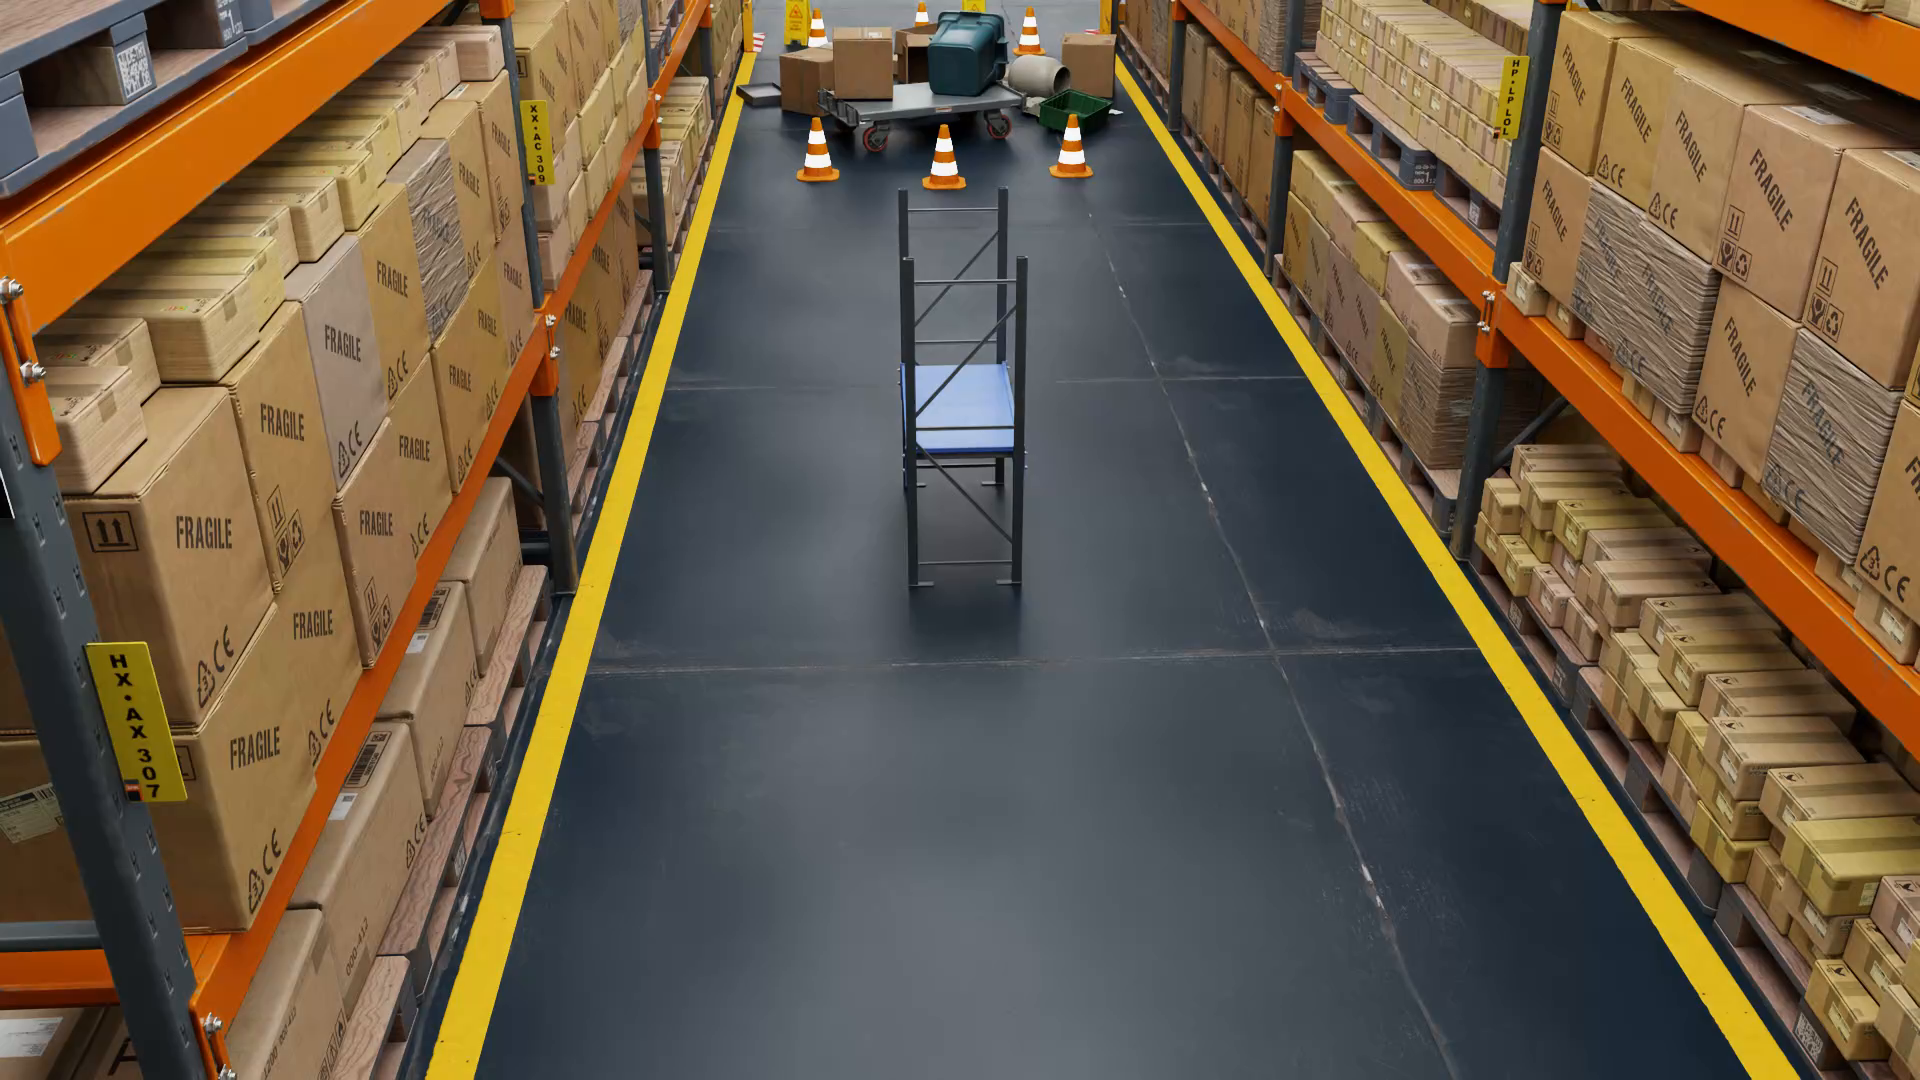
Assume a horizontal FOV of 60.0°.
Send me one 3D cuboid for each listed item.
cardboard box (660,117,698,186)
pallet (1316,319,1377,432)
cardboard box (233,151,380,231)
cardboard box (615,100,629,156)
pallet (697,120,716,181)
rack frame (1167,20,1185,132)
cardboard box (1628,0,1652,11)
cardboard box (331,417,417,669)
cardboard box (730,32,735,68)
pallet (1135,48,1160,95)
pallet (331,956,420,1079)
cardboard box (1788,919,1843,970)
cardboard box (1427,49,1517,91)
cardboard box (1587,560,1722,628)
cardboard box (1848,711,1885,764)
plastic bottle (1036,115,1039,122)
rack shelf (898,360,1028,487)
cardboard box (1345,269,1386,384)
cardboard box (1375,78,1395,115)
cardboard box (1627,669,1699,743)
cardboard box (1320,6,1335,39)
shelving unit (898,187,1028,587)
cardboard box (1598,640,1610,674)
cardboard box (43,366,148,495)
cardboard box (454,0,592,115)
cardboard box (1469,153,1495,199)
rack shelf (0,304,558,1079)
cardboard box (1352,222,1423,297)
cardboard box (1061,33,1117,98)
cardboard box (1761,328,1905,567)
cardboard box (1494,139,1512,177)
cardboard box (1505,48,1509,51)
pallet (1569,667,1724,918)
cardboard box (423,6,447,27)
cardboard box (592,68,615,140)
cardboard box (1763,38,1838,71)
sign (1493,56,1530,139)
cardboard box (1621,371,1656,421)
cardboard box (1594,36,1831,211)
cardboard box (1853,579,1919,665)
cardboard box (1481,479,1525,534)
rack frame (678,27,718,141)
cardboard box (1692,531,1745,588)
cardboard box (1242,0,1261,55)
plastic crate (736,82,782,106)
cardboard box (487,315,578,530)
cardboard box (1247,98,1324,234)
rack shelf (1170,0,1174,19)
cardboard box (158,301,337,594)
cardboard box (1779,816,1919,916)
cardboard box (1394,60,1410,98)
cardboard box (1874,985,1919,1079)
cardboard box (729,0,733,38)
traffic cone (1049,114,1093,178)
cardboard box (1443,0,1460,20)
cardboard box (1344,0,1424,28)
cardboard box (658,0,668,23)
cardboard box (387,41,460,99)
[{"bbox_3d":[-2.494,-2.920,12.492,0.950,0.372,0.625,0,28,-1],"label":"cardboard box"},{"bbox_3d":[2.644,-0.954,9.350,1.003,0.211,1.213,-1,28,-3],"label":"pallet"},{"bbox_3d":[-1.757,-0.915,4.370,0.380,0.149,0.250,-2,28,-4],"label":"cardboard box"},{"bbox_3d":[-2.055,-2.184,8.857,0.500,0.250,0.500,-2,28,-3],"label":"cardboard box"},{"bbox_3d":[-2.560,-3.198,13.653,1.003,0.211,1.213,-1,28,-3],"label":"pallet"},{"bbox_3d":[2.335,-4.960,14.016,1.000,3.000,0.127,-1,28,-3],"label":"rack frame"},{"bbox_3d":[7.166,-5.394,17.098,0.500,0.500,0.500,6,28,11],"label":"cardboard box"},{"bbox_3d":[-1.777,0.007,4.386,0.500,0.500,0.500,-2,28,-3],"label":"cardboard box"},{"bbox_3d":[-2.448,-4.760,16.153,0.500,0.250,0.500,-2,28,-4],"label":"cardboard box"},{"bbox_3d":[2.307,-4.642,16.421,1.003,0.211,1.213,-1,28,-3],"label":"pallet"},{"bbox_3d":[-2.096,1.617,4.422,1.003,0.211,1.213,-1,28,-3],"label":"pallet"},{"bbox_3d":[2.684,1.181,4.871,0.380,0.149,0.250,-2,28,-3],"label":"cardboard box"},{"bbox_3d":[2.488,-2.263,8.020,0.380,0.149,0.250,-2,28,-4],"label":"cardboard box"},{"bbox_3d":[2.550,0.196,6.116,0.380,0.149,0.250,-1,28,-2],"label":"cardboard box"},{"bbox_3d":[3.063,0.675,5.519,0.380,0.149,0.250,0,28,0],"label":"cardboard box"},{"bbox_3d":[0.814,-3.748,14.871,0.133,0.061,0.283,-17,32,-29],"label":"plastic bottle"},{"bbox_3d":[-0.004,-0.545,7.562,0.538,0.185,1.000,-1,28,-3],"label":"rack shelf"},{"bbox_3d":[2.414,-1.153,8.966,0.500,0.500,0.500,-2,28,-4],"label":"cardboard box"},{"bbox_3d":[2.437,-2.364,8.856,0.380,0.149,0.250,-1,28,-2],"label":"cardboard box"},{"bbox_3d":[2.544,0.567,5.727,0.380,0.149,0.250,-1,28,-2],"label":"cardboard box"},{"bbox_3d":[2.369,-3.092,9.930,0.380,0.149,0.250,0,28,0],"label":"cardboard box"},{"bbox_3d":[-0.004,-0.704,7.479,0.538,1.500,1.048,-1,28,-3],"label":"shelving unit"},{"bbox_3d":[2.642,0.464,6.245,0.380,0.149,0.250,-3,28,-5],"label":"cardboard box"},{"bbox_3d":[-1.718,-0.198,2.995,0.380,0.149,0.250,-1,28,-2],"label":"cardboard box"},{"bbox_3d":[-1.999,-2.263,7.656,0.500,0.500,0.500,-2,28,-4],"label":"cardboard box"},{"bbox_3d":[2.520,-1.639,7.466,0.380,0.149,0.250,-1,28,-2],"label":"cardboard box"},{"bbox_3d":[-2.080,0.143,5.010,1.077,0.370,4.000,-1,28,-3],"label":"rack shelf"},{"bbox_3d":[2.407,-1.495,8.811,0.500,0.250,0.500,-3,28,-5],"label":"cardboard box"},{"bbox_3d":[1.230,-4.545,15.921,0.500,0.500,0.500,3,28,6],"label":"cardboard box"},{"bbox_3d":[2.624,-0.268,4.590,0.500,0.500,0.500,-1,28,-2],"label":"cardboard box"},{"bbox_3d":[2.535,-1.651,7.168,0.380,0.149,0.250,-1,28,-1],"label":"cardboard box"},{"bbox_3d":[3.094,-2.507,8.809,0.380,0.149,0.250,-1,28,-1],"label":"cardboard box"},{"bbox_3d":[2.890,0.845,5.902,1.003,0.211,1.213,-1,28,-3],"label":"pallet"},{"bbox_3d":[-2.493,-2.026,7.202,0.500,0.500,0.500,-1,28,-2],"label":"cardboard box"},{"bbox_3d":[-2.010,-2.172,8.292,0.500,0.250,0.500,-2,28,-4],"label":"cardboard box"},{"bbox_3d":[3.080,-1.436,5.749,0.500,0.500,0.500,-2,28,-4],"label":"cardboard box"},{"bbox_3d":[2.199,-1.764,6.636,0.100,0.325,0.005,-1,28,-3],"label":"sign"},{"bbox_3d":[2.551,-0.532,5.799,0.380,0.149,0.250,-1,28,-2],"label":"cardboard box"},{"bbox_3d":[2.576,-1.432,5.741,0.500,0.500,0.500,-2,28,-4],"label":"cardboard box"},{"bbox_3d":[2.623,0.201,4.393,0.380,0.149,0.250,-1,28,-1],"label":"cardboard box"},{"bbox_3d":[2.453,-0.145,7.090,0.380,0.149,0.250,0,28,0],"label":"cardboard box"},{"bbox_3d":[-2.603,-4.794,13.698,1.000,3.000,0.127,-1,28,-3],"label":"rack frame"},{"bbox_3d":[3.040,0.060,6.377,0.380,0.149,0.250,-1,28,-1],"label":"cardboard box"},{"bbox_3d":[2.228,-3.589,11.280,0.500,0.500,0.500,-1,28,-3],"label":"cardboard box"},{"bbox_3d":[-1.866,-4.244,15.801,0.402,0.080,0.583,-11,30,-20],"label":"plastic crate"},{"bbox_3d":[-2.297,-0.628,7.554,0.875,0.875,0.875,-1,28,-1],"label":"cardboard box"},{"bbox_3d":[2.602,-2.585,11.441,1.050,0.750,0.750,-2,28,-3],"label":"cardboard box"},{"bbox_3d":[2.231,-5.565,15.954,1.077,0.370,4.000,-1,28,-3],"label":"rack shelf"},{"bbox_3d":[-1.751,-0.207,3.714,0.500,0.500,0.500,-2,28,-4],"label":"cardboard box"},{"bbox_3d":[2.585,0.923,4.721,0.380,0.149,0.250,-2,28,-4],"label":"cardboard box"},{"bbox_3d":[2.456,-2.372,8.551,0.380,0.149,0.250,0,28,-1],"label":"cardboard box"},{"bbox_3d":[2.649,1.291,4.339,0.380,0.149,0.250,-2,28,-4],"label":"cardboard box"},{"bbox_3d":[-2.459,-5.103,15.998,0.500,0.500,0.500,-2,28,-4],"label":"cardboard box"},{"bbox_3d":[0.898,-3.180,13.346,0.336,0.463,0.334,-1,28,-3],"label":"traffic cone"},{"bbox_3d":[3.039,-3.120,9.663,0.380,0.149,0.250,-2,28,-3],"label":"cardboard box"},{"bbox_3d":[2.400,-2.996,9.425,0.380,0.149,0.250,-2,28,-3],"label":"cardboard box"},{"bbox_3d":[-2.168,-3.562,11.154,0.380,0.149,0.250,-1,28,-2],"label":"cardboard box"},{"bbox_3d":[-1.946,-1.616,5.713,0.380,0.149,0.250,-1,28,-1],"label":"cardboard box"}]
